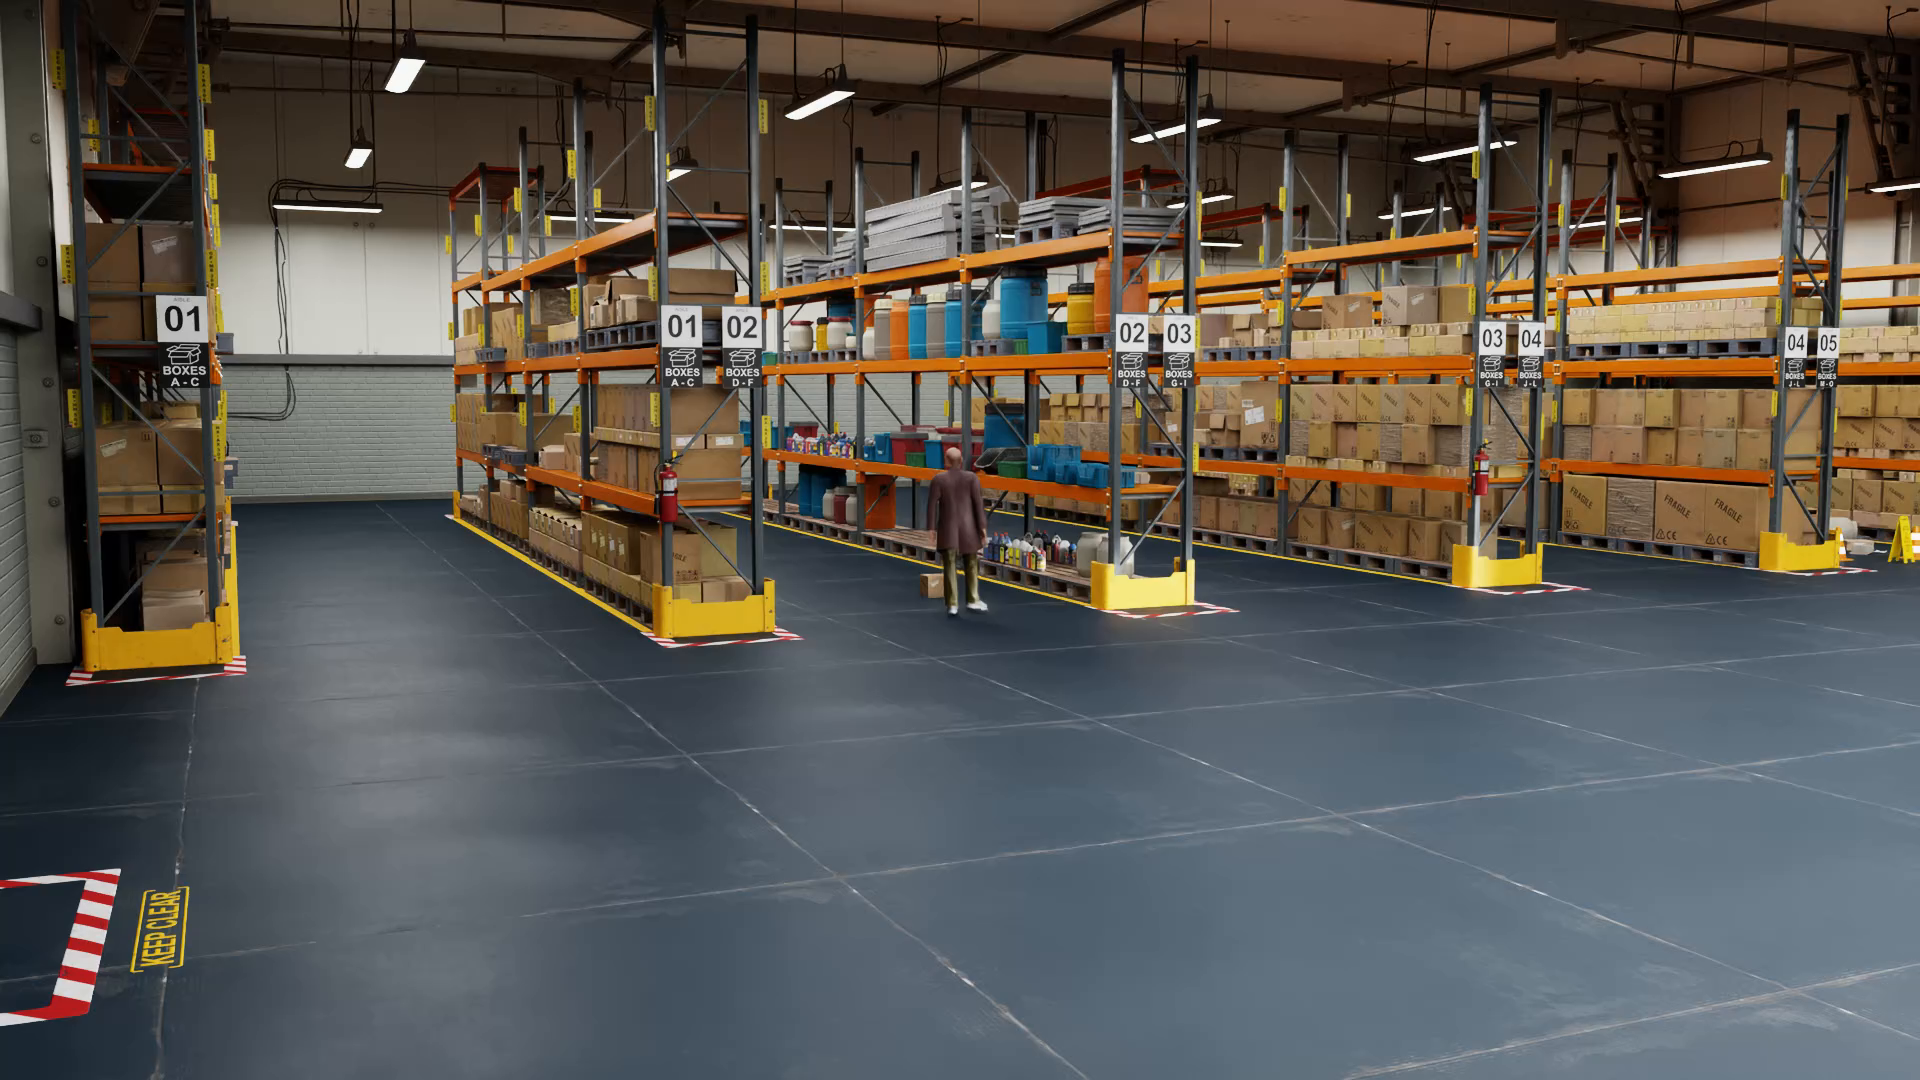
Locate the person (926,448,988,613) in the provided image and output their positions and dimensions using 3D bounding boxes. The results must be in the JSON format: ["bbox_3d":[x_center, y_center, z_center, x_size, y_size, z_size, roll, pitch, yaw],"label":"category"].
[{"bbox_3d":[-0.029,-0.100,17.762,0.669,1.770,0.819,0,5,-2],"label":"person"}]
